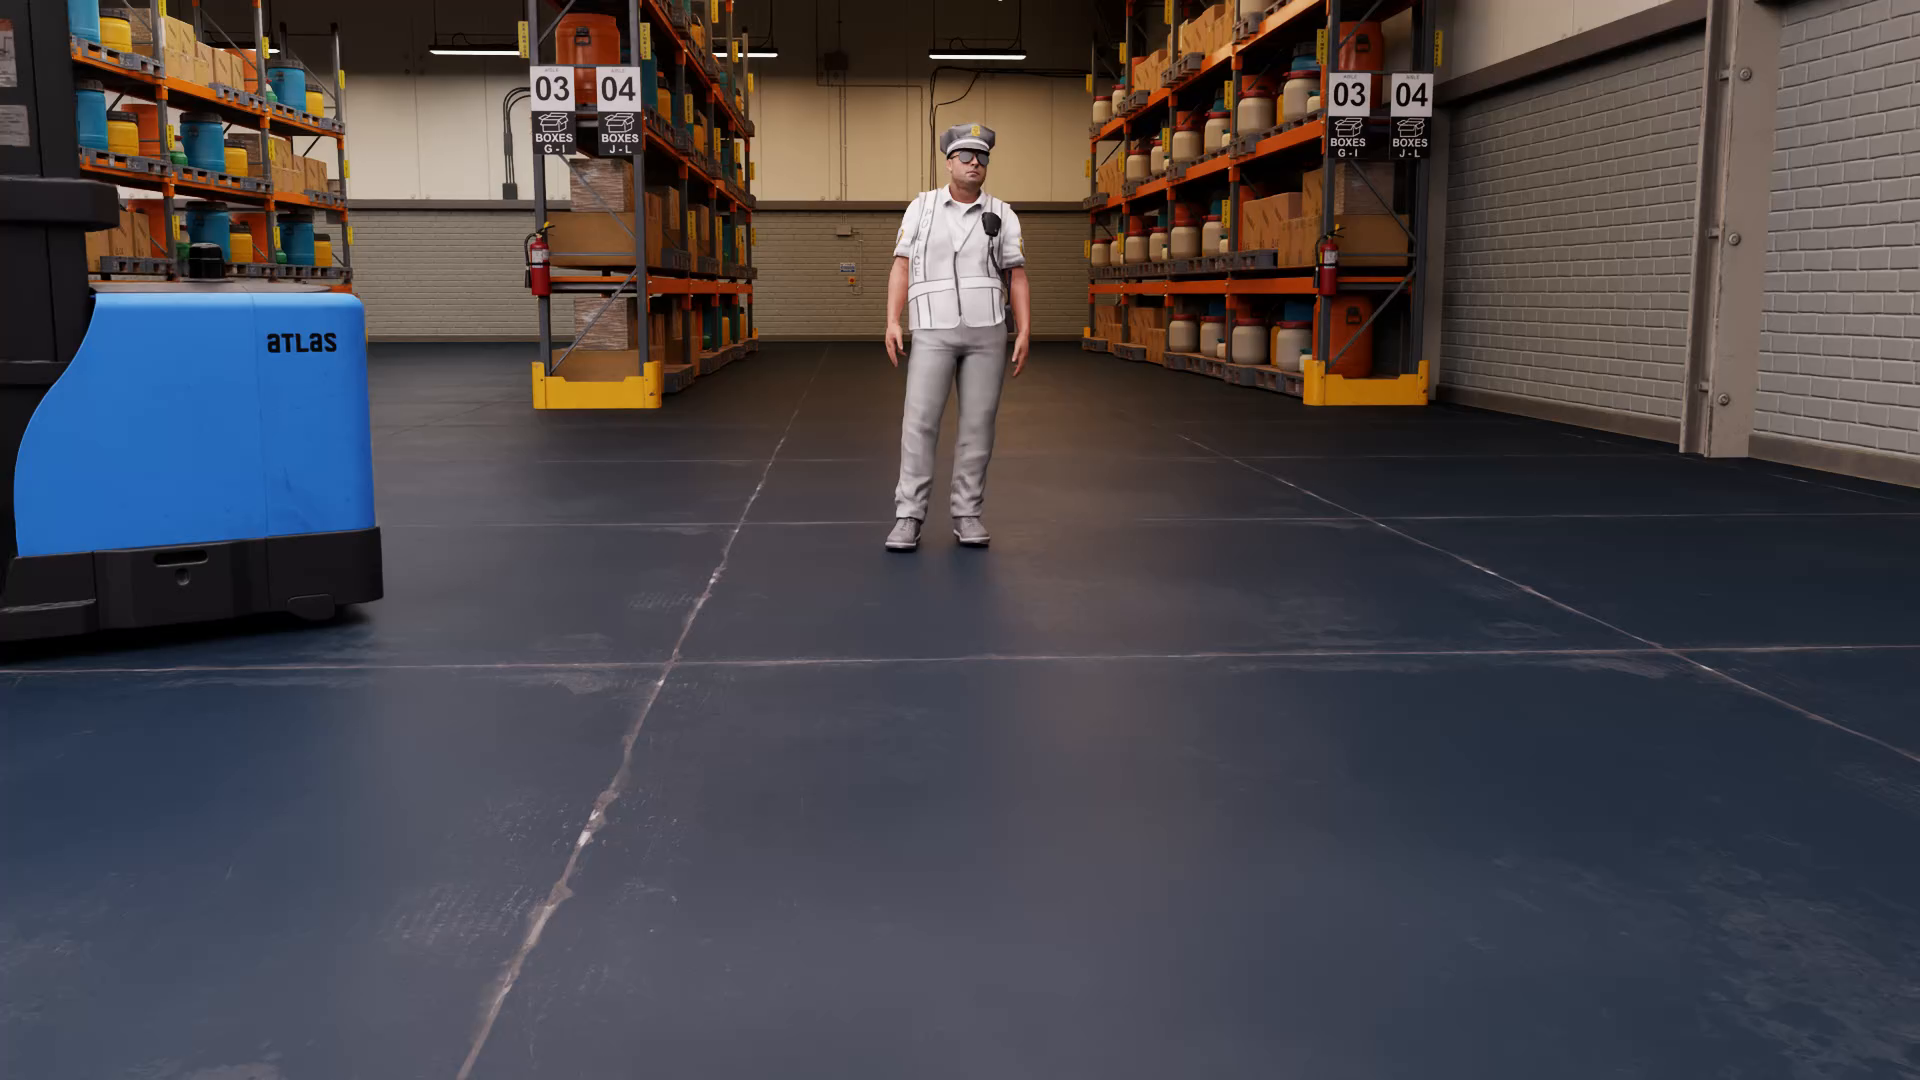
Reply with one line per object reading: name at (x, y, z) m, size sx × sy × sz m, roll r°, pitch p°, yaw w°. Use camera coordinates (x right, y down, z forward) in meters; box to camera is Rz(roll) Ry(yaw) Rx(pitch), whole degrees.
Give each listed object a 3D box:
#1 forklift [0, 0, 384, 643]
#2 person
forklift at (-3.415, -1.115, 4.842) m, size 3.031 × 2.935 × 1.130 m, roll -6°, pitch 10°, yaw -35°
person at (-0.008, -0.877, 7.101) m, size 0.640 × 1.781 × 0.575 m, roll -1°, pitch 8°, yaw -4°
